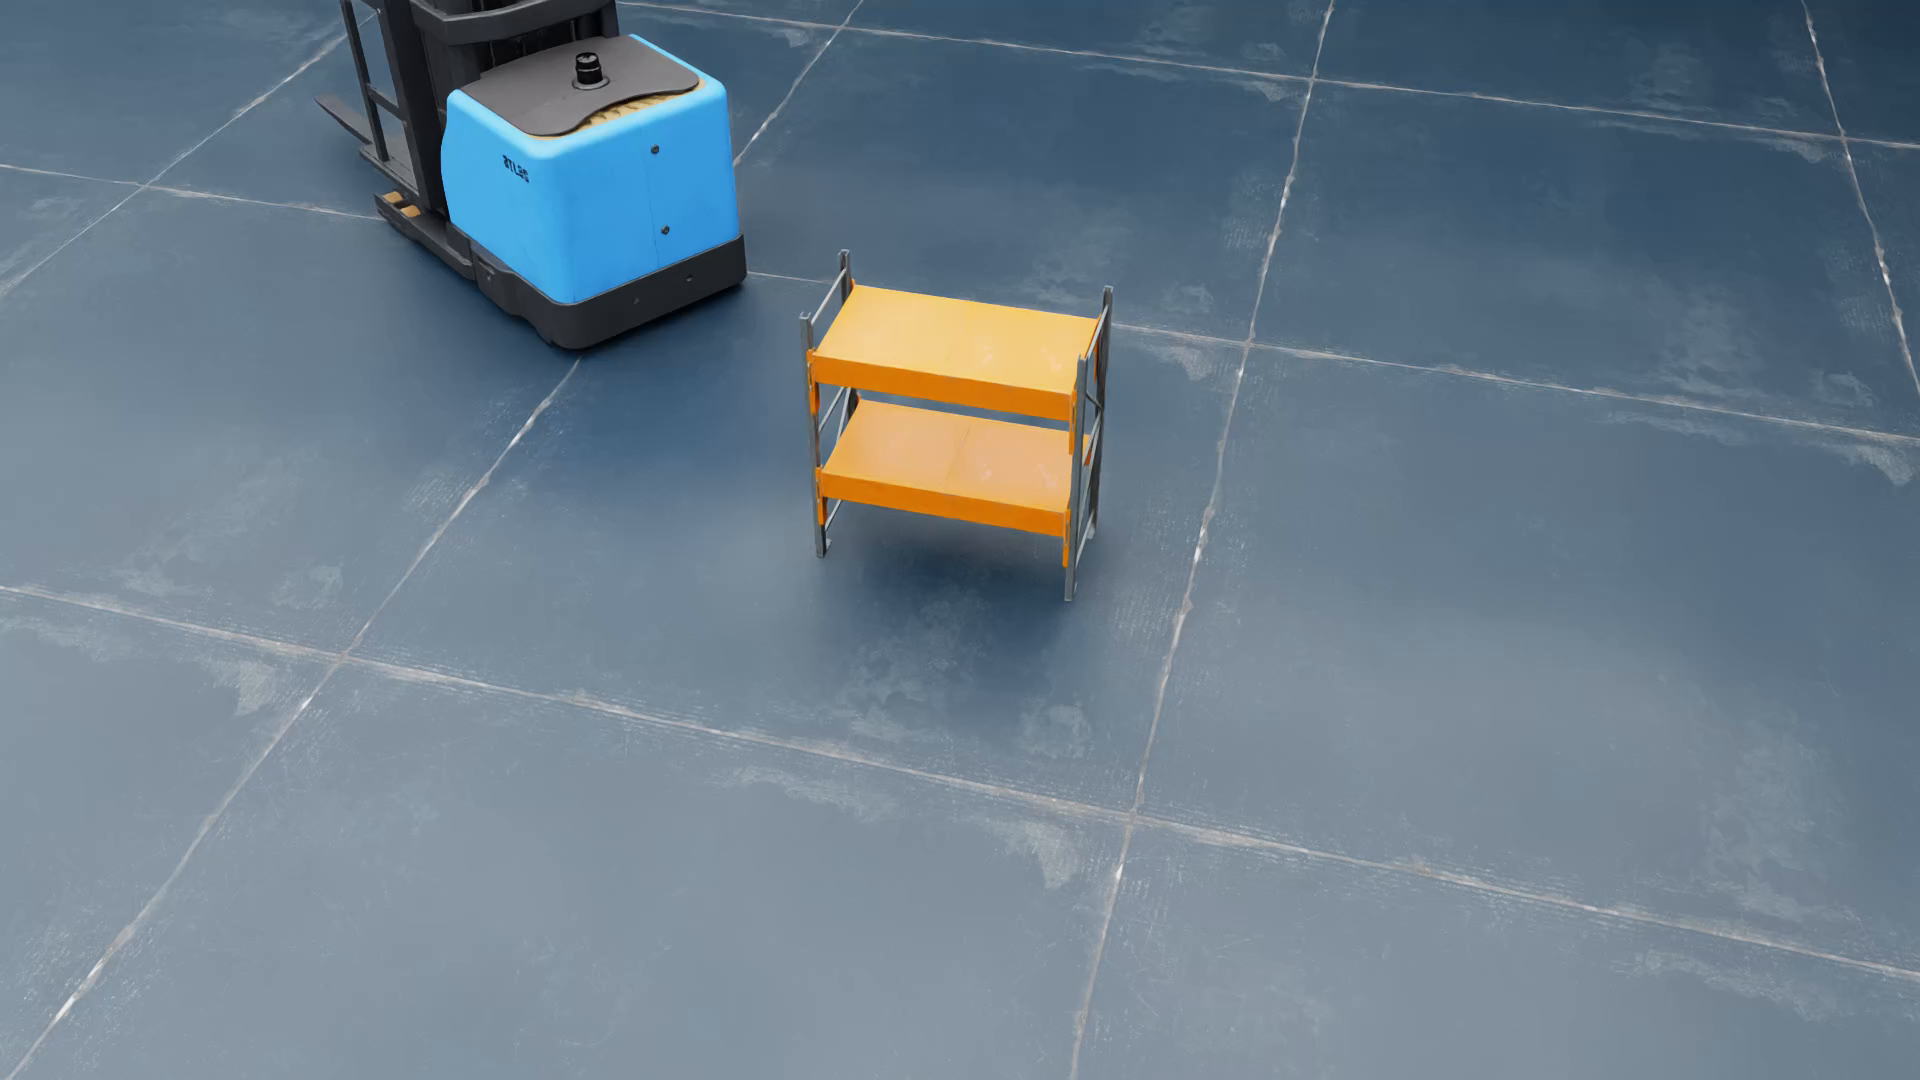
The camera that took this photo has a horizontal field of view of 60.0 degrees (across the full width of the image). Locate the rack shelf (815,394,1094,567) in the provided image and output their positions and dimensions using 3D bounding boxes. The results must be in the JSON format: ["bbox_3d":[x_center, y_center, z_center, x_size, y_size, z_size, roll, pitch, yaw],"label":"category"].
[{"bbox_3d":[-0.007,-0.245,6.547,1.000,0.278,0.538,10,41,11],"label":"rack shelf"}]

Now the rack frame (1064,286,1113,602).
[{"bbox_3d":[0.485,-0.347,6.289,0.032,1.125,0.500,10,41,11],"label":"rack frame"}]

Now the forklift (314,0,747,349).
[{"bbox_3d":[-2.400,-2.874,7.893,1.130,2.935,3.031,-30,48,-30],"label":"forklift"}]

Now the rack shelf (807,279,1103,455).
[{"bbox_3d":[-0.007,-0.656,6.201,1.000,0.278,0.538,10,41,11],"label":"rack shelf"}]

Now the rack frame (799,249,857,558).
[{"bbox_3d":[-0.498,-0.516,6.490,0.032,1.125,0.500,10,41,11],"label":"rack frame"}]

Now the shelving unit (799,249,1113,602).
[{"bbox_3d":[-0.007,-0.432,6.390,1.048,1.125,0.538,10,41,11],"label":"shelving unit"}]
